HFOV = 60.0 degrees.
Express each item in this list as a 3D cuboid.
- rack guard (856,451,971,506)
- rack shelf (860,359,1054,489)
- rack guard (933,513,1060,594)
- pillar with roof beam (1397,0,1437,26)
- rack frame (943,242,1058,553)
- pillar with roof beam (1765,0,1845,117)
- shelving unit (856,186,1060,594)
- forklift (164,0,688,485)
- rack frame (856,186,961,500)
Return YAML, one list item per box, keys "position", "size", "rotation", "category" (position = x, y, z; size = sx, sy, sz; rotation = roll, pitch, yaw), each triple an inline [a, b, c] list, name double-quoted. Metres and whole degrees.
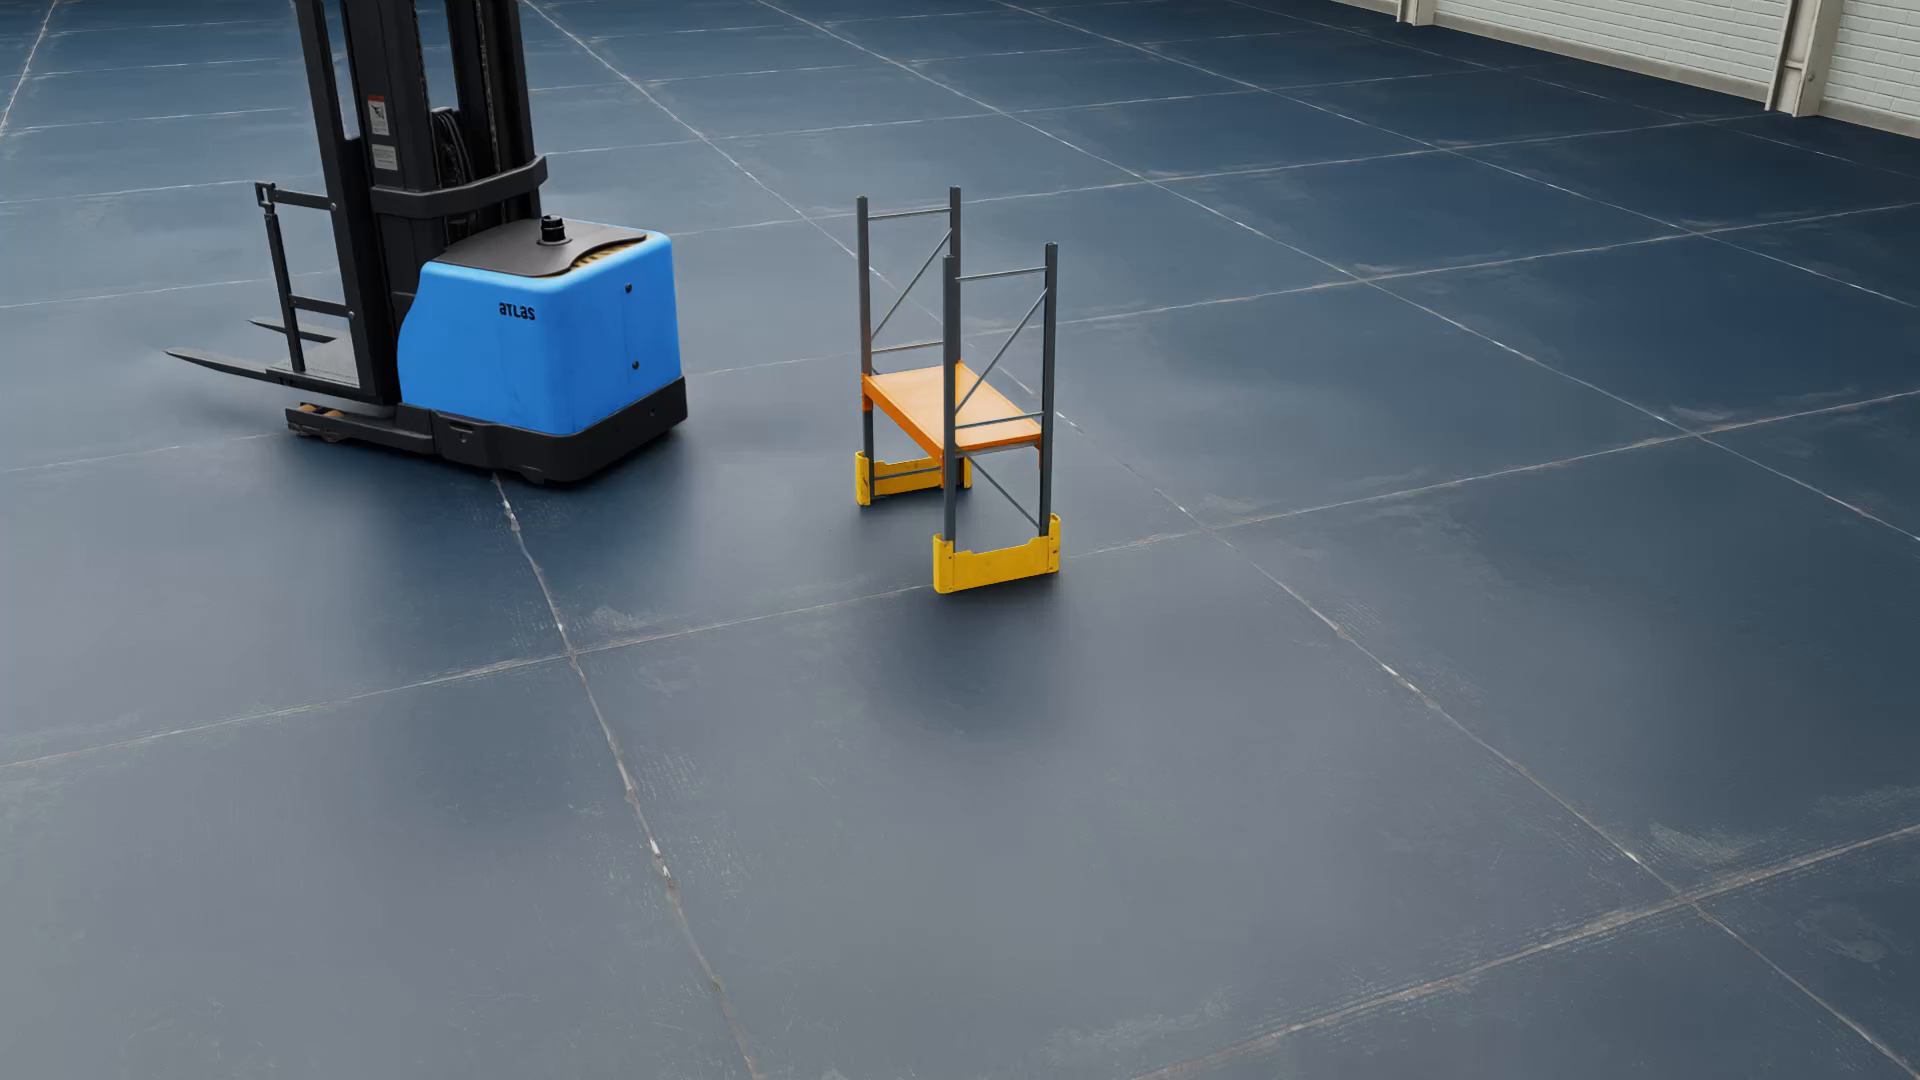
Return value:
- position: [-0.225, -0.344, 8.170]
  size: [0.587, 0.250, 0.087]
  rotation: [-11, 28, -21]
  category: "rack guard"
- position: [-0.033, -0.547, 7.570]
  size: [0.538, 0.185, 1.000]
  rotation: [-11, 28, -21]
  category: "rack shelf"
- position: [0.165, 0.058, 7.346]
  size: [0.587, 0.250, 0.087]
  rotation: [-11, 28, -21]
  category: "rack guard"
- position: [1.888, -9.946, 17.864]
  size: [9.100, 9.000, 0.400]
  rotation: [-11, 28, -21]
  category: "pillar with roof beam"
- position: [0.166, -0.503, 7.071]
  size: [0.500, 1.500, 0.032]
  rotation: [-11, 28, -21]
  category: "rack frame"
- position: [4.238, -7.524, 12.903]
  size: [9.100, 9.000, 0.400]
  rotation: [-11, 28, -21]
  category: "pillar with roof beam"
- position: [-0.030, -0.705, 7.484]
  size: [0.587, 1.500, 1.083]
  rotation: [-11, 28, -21]
  category: "shelving unit"
- position: [-3.017, -2.025, 8.558]
  size: [3.031, 2.935, 1.130]
  rotation: [12, 29, 24]
  category: "forklift"
- position: [-0.232, -0.914, 7.912]
  size: [0.500, 1.500, 0.032]
  rotation: [-11, 28, -21]
  category: "rack frame"
